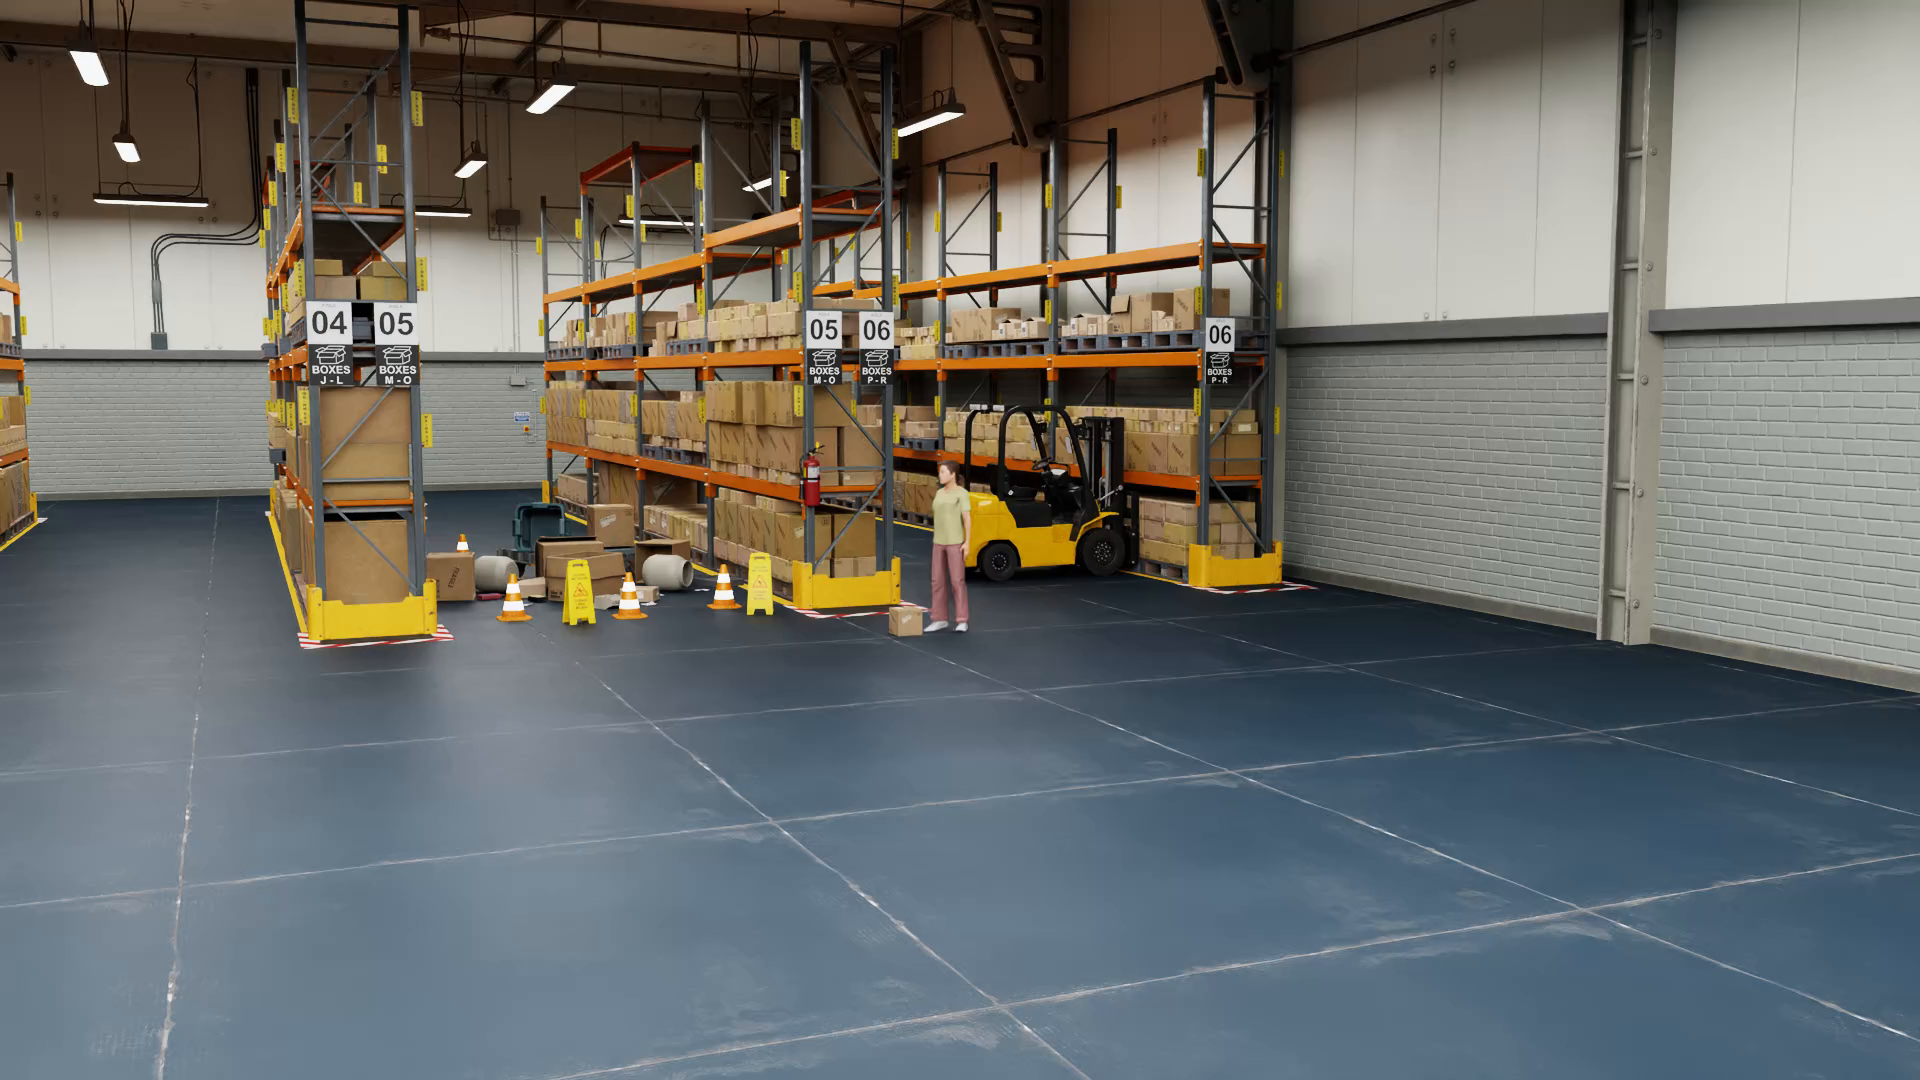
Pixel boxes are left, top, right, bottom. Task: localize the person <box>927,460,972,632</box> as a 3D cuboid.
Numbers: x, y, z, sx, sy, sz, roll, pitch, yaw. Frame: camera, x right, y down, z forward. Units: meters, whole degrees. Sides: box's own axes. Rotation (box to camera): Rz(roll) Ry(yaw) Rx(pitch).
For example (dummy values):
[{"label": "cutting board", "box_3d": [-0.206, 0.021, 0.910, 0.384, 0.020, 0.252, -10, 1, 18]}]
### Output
[{"label": "person", "box_3d": [-0.085, 0.069, 16.290, 0.520, 1.706, 0.388, 5, 8, 44]}]
